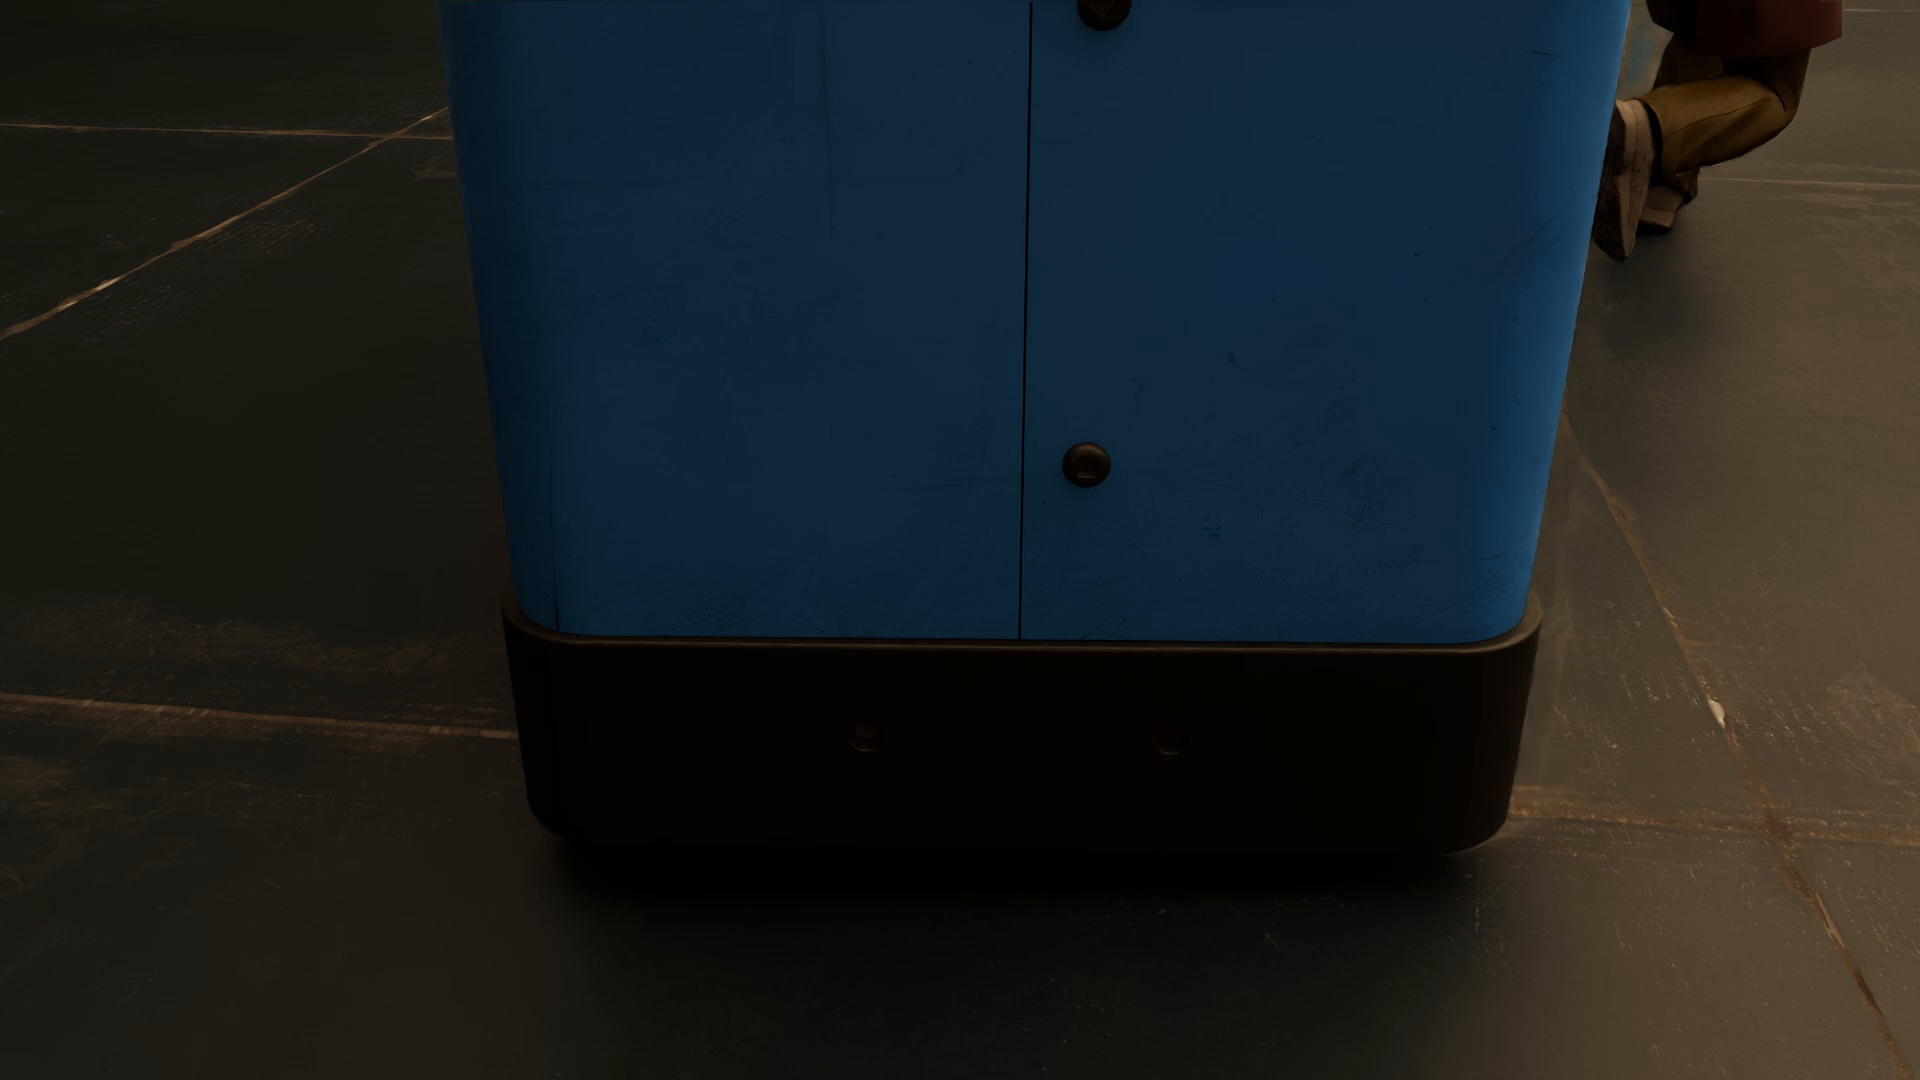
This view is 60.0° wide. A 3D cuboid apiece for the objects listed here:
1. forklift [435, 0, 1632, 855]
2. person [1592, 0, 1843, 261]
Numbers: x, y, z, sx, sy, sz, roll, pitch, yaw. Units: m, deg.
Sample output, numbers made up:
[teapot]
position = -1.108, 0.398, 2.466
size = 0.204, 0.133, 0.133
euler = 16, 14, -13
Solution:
[forklift]
position = 0.087, -1.605, 2.435
size = 1.130, 2.935, 3.031
euler = 0, 27, 1
[person]
position = 1.619, -1.423, 3.674
size = 0.712, 1.552, 0.864
euler = 15, 30, 27
